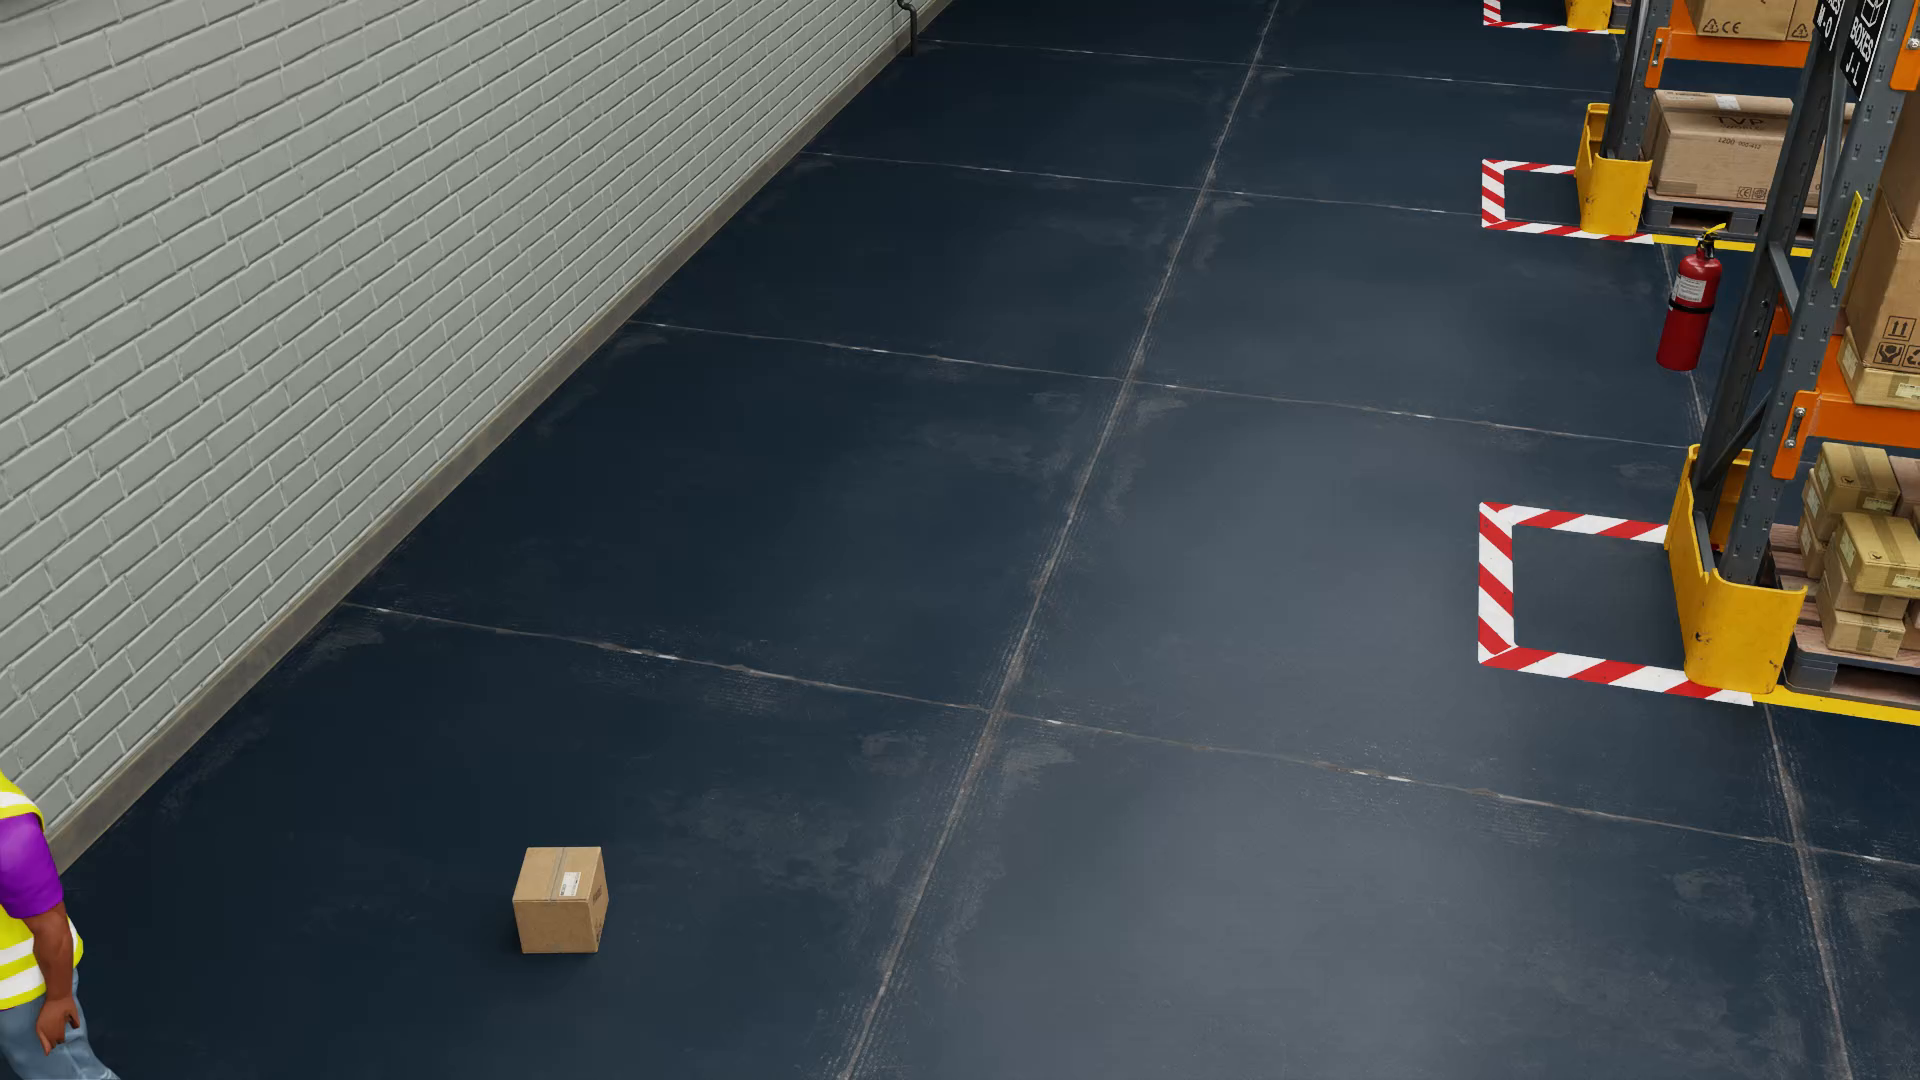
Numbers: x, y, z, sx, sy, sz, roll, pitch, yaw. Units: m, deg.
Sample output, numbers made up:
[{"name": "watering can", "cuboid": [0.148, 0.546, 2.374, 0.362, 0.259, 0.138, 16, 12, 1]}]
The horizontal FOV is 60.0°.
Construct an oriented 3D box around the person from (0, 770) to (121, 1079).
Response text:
[{"name": "person", "cuboid": [-2.525, 1.113, 4.373, 0.561, 1.771, 0.380, 24, 40, 32]}]
